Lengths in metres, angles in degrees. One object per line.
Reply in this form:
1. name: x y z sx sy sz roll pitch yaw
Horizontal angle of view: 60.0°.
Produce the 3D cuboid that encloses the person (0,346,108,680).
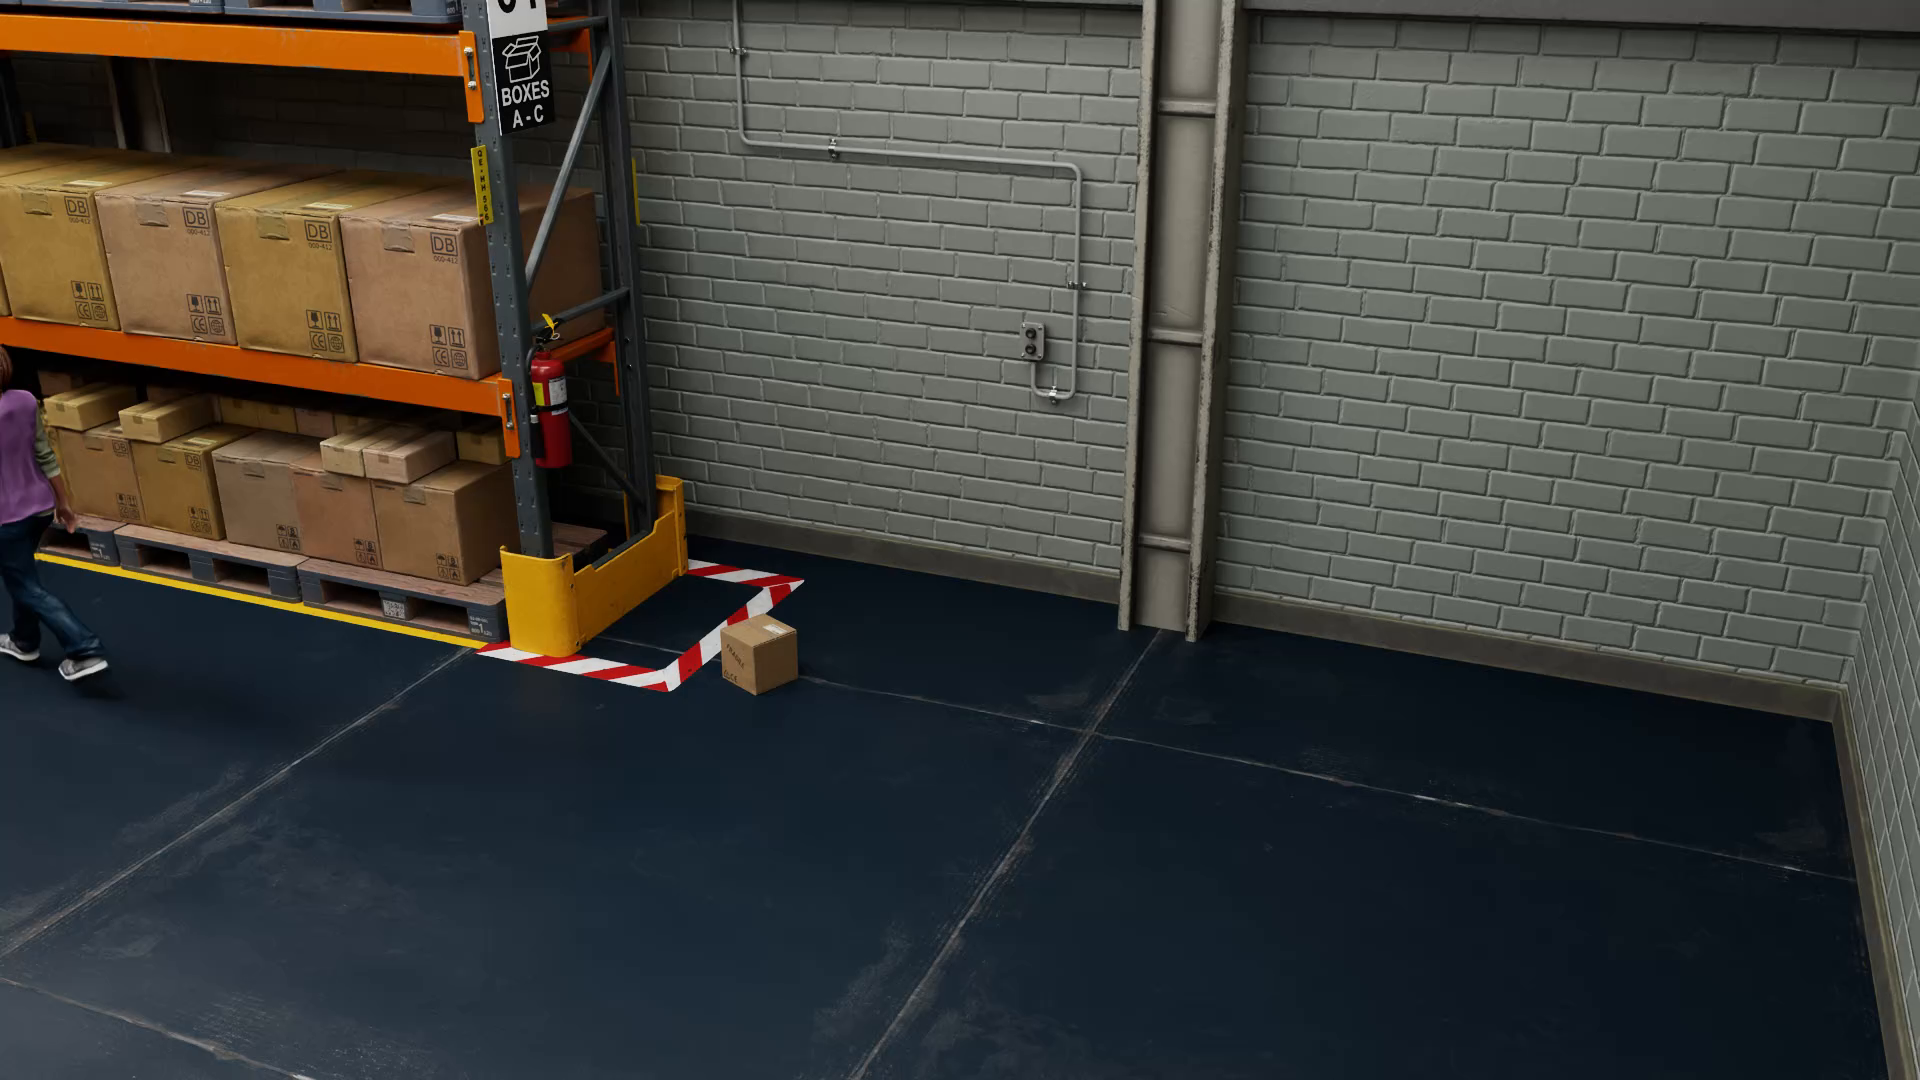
1. person: -4.184 -0.119 7.361 0.857 1.559 0.427 9 24 20
